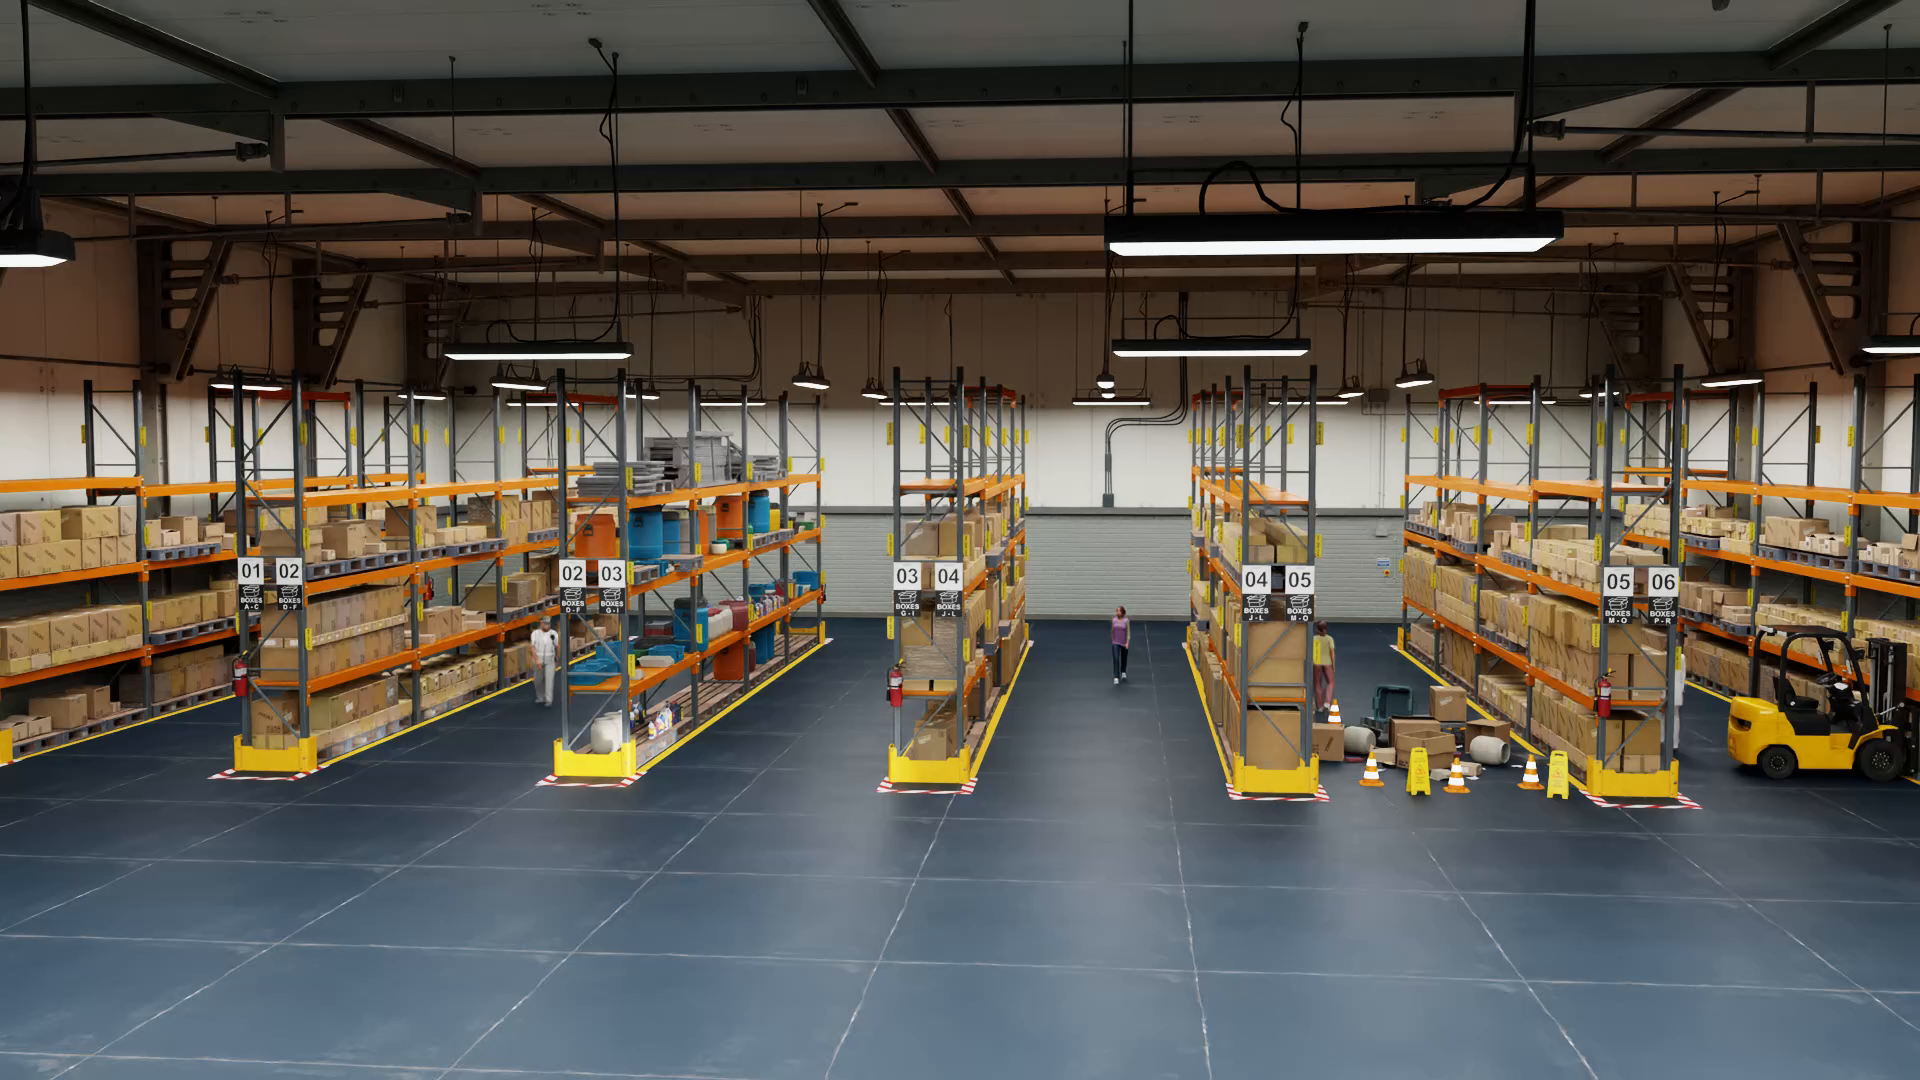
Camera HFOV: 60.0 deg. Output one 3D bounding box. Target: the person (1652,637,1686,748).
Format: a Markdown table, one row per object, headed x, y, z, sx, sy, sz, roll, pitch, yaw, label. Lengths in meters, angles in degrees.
| x | y | z | sx | sy | sz | roll | pitch | yaw | label |
| --- | --- | --- | --- | --- | --- | --- | --- | --- | --- |
| 11.429 | 2.480 | 26.734 | 0.566 | 1.834 | 0.608 | 0 | 4 | 1 | person |

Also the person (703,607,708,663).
| x | y | z | sx | sy | sz | roll | pitch | yaw | label |
| --- | --- | --- | --- | --- | --- | --- | --- | --- | --- |
| -5.772 | 1.950 | 36.570 | 0.536 | 1.570 | 0.738 | 1 | 4 | 18 | person |

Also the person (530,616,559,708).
| x | y | z | sx | sy | sz | roll | pitch | yaw | label |
| --- | --- | --- | --- | --- | --- | --- | --- | --- | --- |
| -7.677 | 2.236 | 30.735 | 0.514 | 1.683 | 1.118 | -1 | 4 | -13 | person |

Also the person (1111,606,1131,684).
| x | y | z | sx | sy | sz | roll | pitch | yaw | label |
| --- | --- | --- | --- | --- | --- | --- | --- | --- | --- |
| 3.263 | 2.110 | 33.773 | 0.405 | 1.536 | 0.972 | 0 | 4 | 6 | person |

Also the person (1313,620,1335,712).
| x | y | z | sx | sy | sz | roll | pitch | yaw | label |
| --- | --- | --- | --- | --- | --- | --- | --- | --- | --- |
| 6.587 | 2.299 | 30.184 | 0.495 | 1.669 | 0.533 | 0 | 4 | 6 | person |
